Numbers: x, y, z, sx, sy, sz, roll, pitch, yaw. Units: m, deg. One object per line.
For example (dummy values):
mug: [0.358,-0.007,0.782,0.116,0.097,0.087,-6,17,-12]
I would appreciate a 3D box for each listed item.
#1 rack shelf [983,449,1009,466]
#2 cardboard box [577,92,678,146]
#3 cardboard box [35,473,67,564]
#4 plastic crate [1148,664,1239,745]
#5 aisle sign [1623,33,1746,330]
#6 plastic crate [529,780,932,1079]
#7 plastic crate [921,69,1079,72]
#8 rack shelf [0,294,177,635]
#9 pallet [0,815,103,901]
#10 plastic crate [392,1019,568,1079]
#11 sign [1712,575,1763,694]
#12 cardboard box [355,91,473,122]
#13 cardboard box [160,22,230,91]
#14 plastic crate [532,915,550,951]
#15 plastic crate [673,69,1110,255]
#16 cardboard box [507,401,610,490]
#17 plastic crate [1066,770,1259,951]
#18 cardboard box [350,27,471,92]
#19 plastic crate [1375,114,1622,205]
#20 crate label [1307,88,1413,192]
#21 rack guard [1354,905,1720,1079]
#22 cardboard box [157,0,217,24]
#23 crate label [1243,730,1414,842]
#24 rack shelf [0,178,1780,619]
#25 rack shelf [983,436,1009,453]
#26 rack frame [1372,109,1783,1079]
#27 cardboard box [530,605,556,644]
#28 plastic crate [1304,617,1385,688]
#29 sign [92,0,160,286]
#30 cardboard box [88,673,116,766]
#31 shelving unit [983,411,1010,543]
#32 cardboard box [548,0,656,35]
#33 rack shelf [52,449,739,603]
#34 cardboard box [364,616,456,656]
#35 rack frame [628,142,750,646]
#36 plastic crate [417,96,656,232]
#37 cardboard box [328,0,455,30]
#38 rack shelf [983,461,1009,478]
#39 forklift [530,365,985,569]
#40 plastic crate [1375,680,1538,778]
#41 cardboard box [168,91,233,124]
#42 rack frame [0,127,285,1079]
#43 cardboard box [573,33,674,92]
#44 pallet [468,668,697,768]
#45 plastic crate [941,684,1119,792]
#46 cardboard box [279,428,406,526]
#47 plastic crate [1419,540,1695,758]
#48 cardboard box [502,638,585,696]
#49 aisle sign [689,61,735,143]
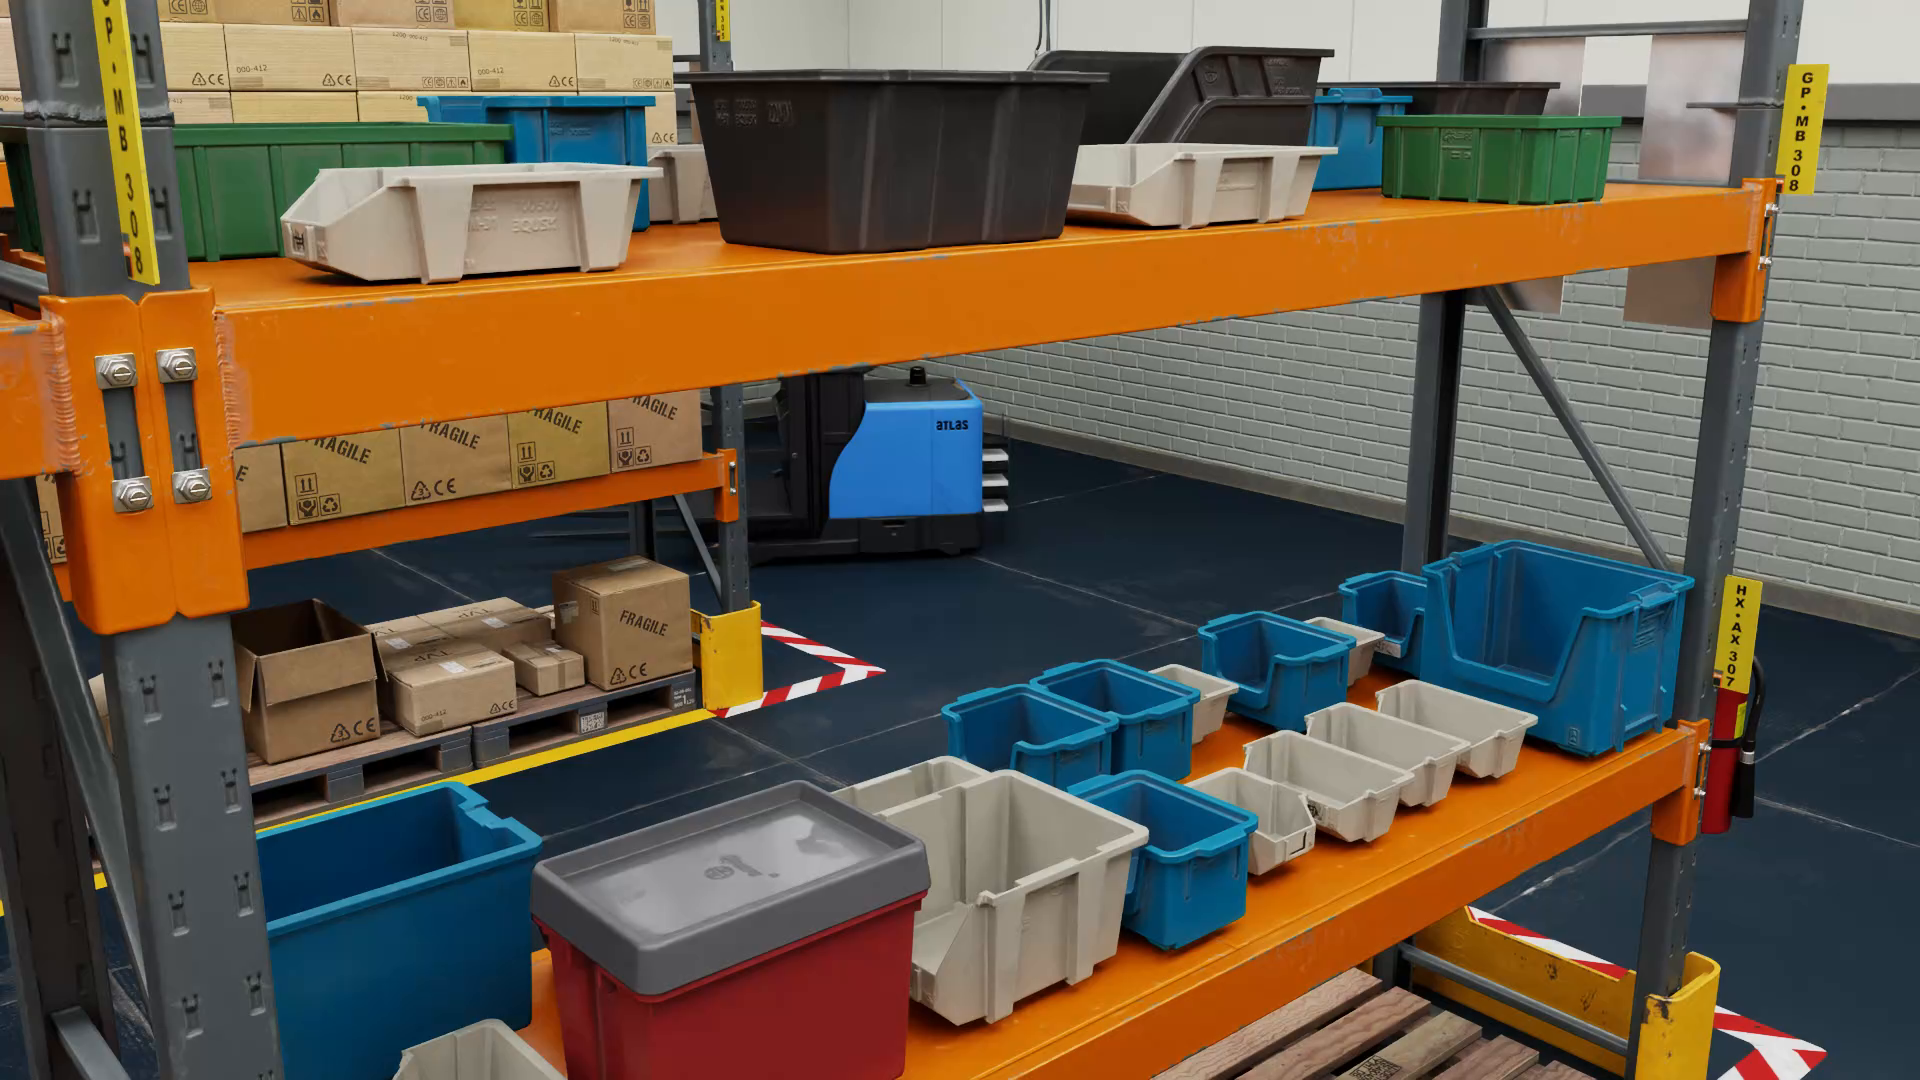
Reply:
rack shelf: [0.219,-0.579,11.604,0.200,0.077,0.258,-2,15,-8]
cardboard box: [-1.670,-1.965,7.774,0.500,0.250,0.500,-13,19,-39]
cardboard box: [-3.526,-0.218,6.561,0.500,0.500,0.500,-12,19,-38]
plastic crate: [0.582,0.467,4.583,0.298,0.136,0.250,-13,19,-39]
aisle sign: [2.039,-0.973,4.543,0.004,0.787,0.394,-13,19,-39]
plastic crate: [-0.387,0.753,2.877,0.583,0.464,0.402,-13,19,-39]
plastic crate: [-0.082,-0.839,3.494,0.530,0.282,0.437,-13,19,-39]
rack shelf: [-2.733,0.153,0.947,4.000,0.370,1.077,-13,19,-39]
pallet: [-3.955,1.182,6.917,1.213,0.211,1.003,-13,19,-39]
plastic crate: [-0.780,0.963,2.727,0.243,0.136,0.396,-13,19,-39]
sign: [2.166,0.263,4.635,0.005,0.325,0.100,-13,19,-39]
cardboard box: [-2.423,-1.796,7.138,0.500,0.250,0.500,-13,19,-39]
cardboard box: [-3.183,-1.869,6.445,0.500,0.250,0.500,-13,19,-39]
plastic crate: [-0.557,0.778,3.443,0.590,0.125,0.437,-13,19,-39]
plastic crate: [-0.108,-0.628,2.728,0.590,0.269,0.497,-13,19,-39]
cardboard box: [-2.004,-0.558,7.832,0.500,0.500,0.500,-12,19,-39]
plastic crate: [0.412,0.688,3.571,0.300,0.233,0.416,-13,19,-39]
cardboard box: [-2.433,-2.040,7.084,0.500,0.250,0.500,-13,19,-39]
plastic crate: [1.236,-0.886,3.853,0.336,0.188,0.450,-13,19,-39]
crate label: [0.885,-1.046,4.329,0.502,0.251,0.408,-13,19,-39]
rack guard: [1.802,1.439,5.394,0.348,0.500,1.175,-13,19,-39]
cardboard box: [-3.288,-2.263,6.465,0.500,0.500,0.700,-13,19,-39]
crate label: [0.874,0.608,4.056,0.243,0.136,0.396,-13,19,-39]
rack shelf: [0.284,-0.525,3.484,4.000,0.370,1.077,-13,19,-39]
rack shelf: [0.219,-0.666,11.581,0.200,0.077,0.258,-2,15,-8]
rack frame: [1.793,0.238,5.047,0.127,3.000,1.000,-13,19,-39]
cardboard box: [-2.186,0.476,8.795,0.250,0.166,0.380,-13,19,-39]
plastic crate: [1.094,0.352,5.013,0.298,0.136,0.250,-13,19,-39]
sign: [-0.865,-0.431,1.720,0.005,0.325,0.100,-13,19,-39]
cardboard box: [-3.664,0.758,7.456,0.500,0.311,0.500,-13,19,-39]
shelving unit: [0.219,-0.437,11.642,0.210,0.900,0.258,-2,15,-8]
cardboard box: [-1.833,-2.617,7.793,0.500,0.500,0.700,-13,19,-39]
rack shelf: [-2.965,-0.041,7.484,4.000,0.370,1.077,-13,19,-39]
cardboard box: [-2.807,0.595,8.185,0.500,0.250,0.500,-13,19,-39]
rack frame: [-1.456,-0.727,8.659,0.127,3.000,1.000,-13,19,-39]
plastic crate: [-0.747,-0.669,2.955,0.300,0.233,0.416,-13,19,-39]
cardboard box: [-2.572,-2.444,7.142,0.500,0.500,0.700,-13,19,-39]
rack shelf: [0.219,-0.492,11.627,0.200,0.077,0.258,-2,15,-8]
forklift: [-1.395,-1.371,11.204,3.031,2.935,1.130,-2,15,-8]
plastic crate: [1.296,0.510,4.424,0.243,0.136,0.396,-13,19,-39]
cardboard box: [-3.186,-1.629,6.513,0.500,0.250,0.500,-13,19,-39]
rack frame: [-1.225,0.916,2.510,0.127,3.000,1.000,-13,19,-39]
cardboard box: [-1.676,-2.209,7.715,0.500,0.250,0.500,-13,19,-39]
pallet: [-2.114,0.768,8.465,1.213,0.211,1.003,-13,19,-39]
plastic crate: [0.171,0.541,4.119,0.300,0.233,0.416,-13,19,-39]
cardboard box: [-2.764,-0.389,7.201,0.500,0.500,0.500,-13,20,-40]
plastic crate: [1.663,0.285,4.686,0.499,0.435,0.616,-13,19,-39]
cardboard box: [-2.069,0.620,8.253,0.250,0.166,0.380,-13,19,-39]
aisle sign: [-1.203,-1.935,8.144,0.004,0.787,0.394,-13,19,-39]
